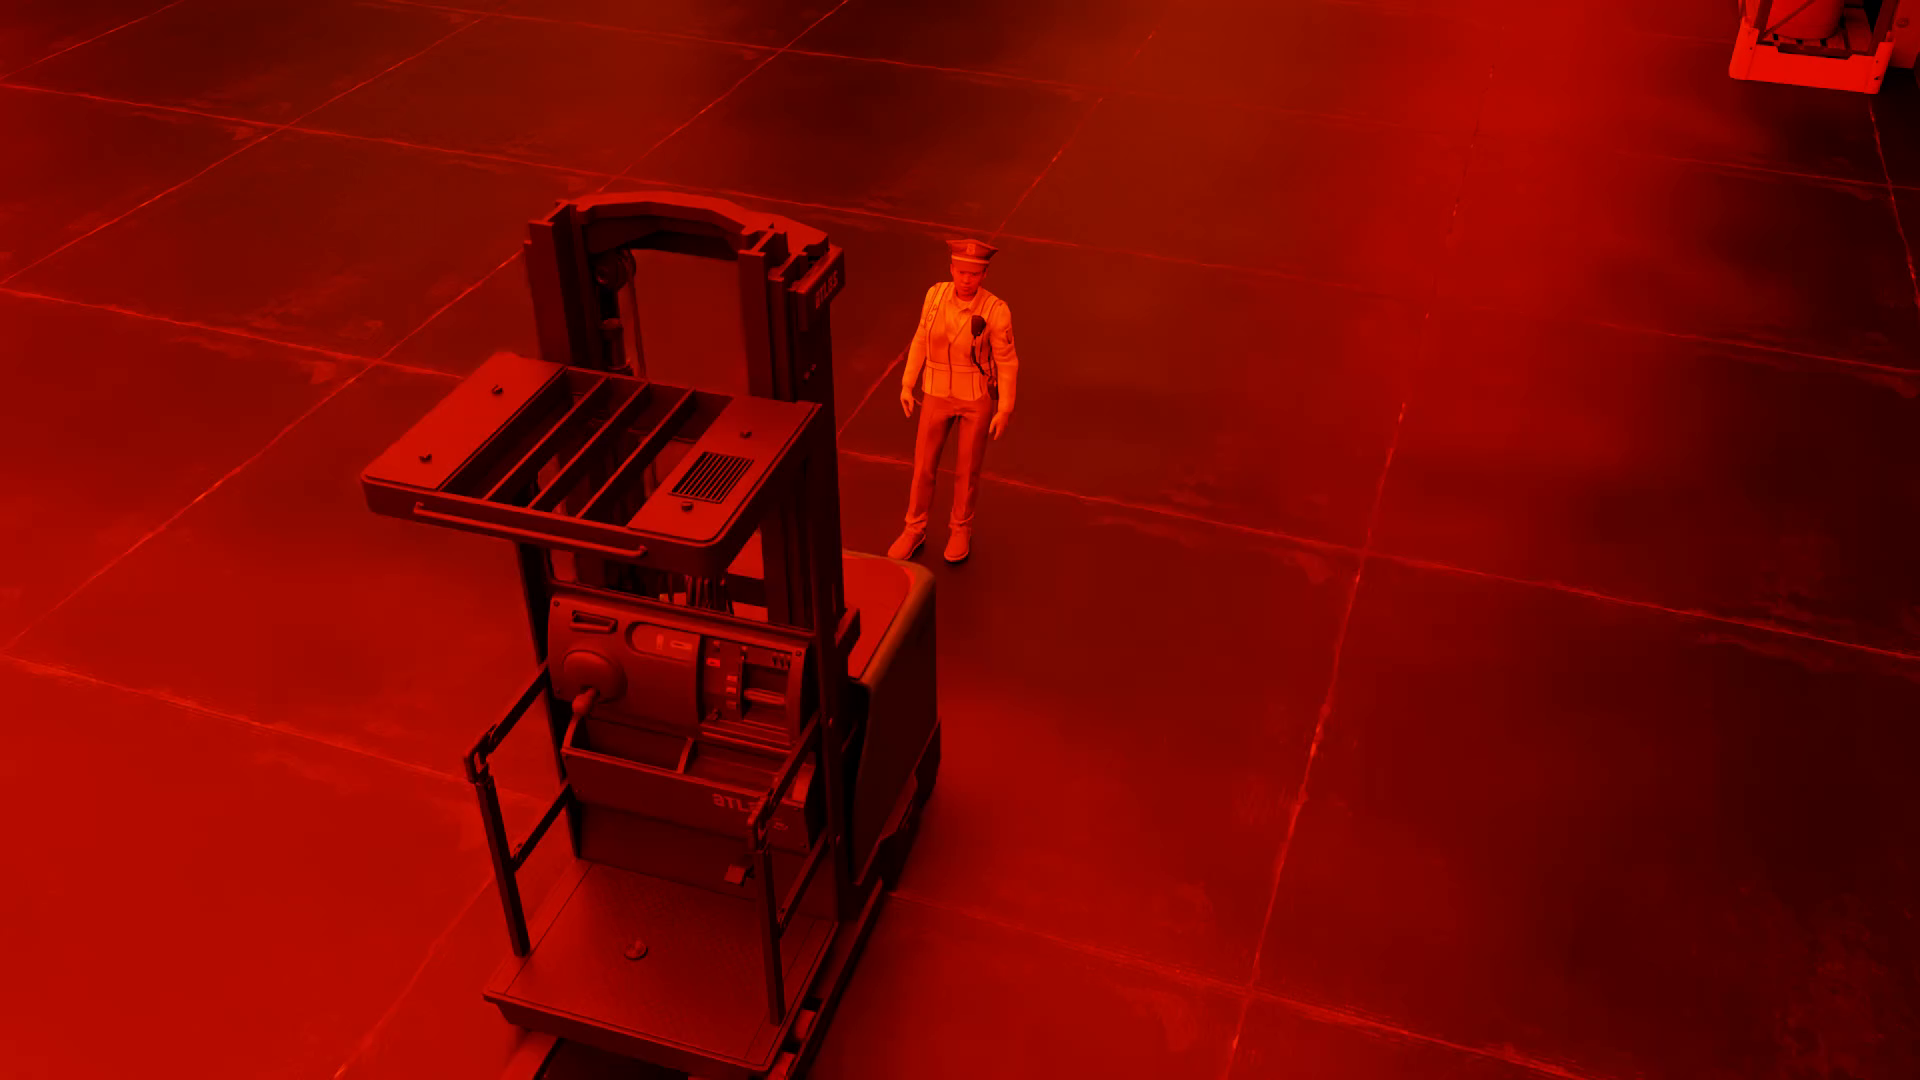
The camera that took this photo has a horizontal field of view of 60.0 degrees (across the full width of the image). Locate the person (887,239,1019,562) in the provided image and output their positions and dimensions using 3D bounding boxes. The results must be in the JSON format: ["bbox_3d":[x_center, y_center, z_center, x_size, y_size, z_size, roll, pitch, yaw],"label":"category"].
[{"bbox_3d":[-0.030,-0.661,8.099,0.586,1.694,0.530,12,37,16],"label":"person"}]

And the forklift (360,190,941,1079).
[{"bbox_3d":[-1.015,0.509,5.393,1.130,2.935,3.031,10,37,14],"label":"forklift"}]
